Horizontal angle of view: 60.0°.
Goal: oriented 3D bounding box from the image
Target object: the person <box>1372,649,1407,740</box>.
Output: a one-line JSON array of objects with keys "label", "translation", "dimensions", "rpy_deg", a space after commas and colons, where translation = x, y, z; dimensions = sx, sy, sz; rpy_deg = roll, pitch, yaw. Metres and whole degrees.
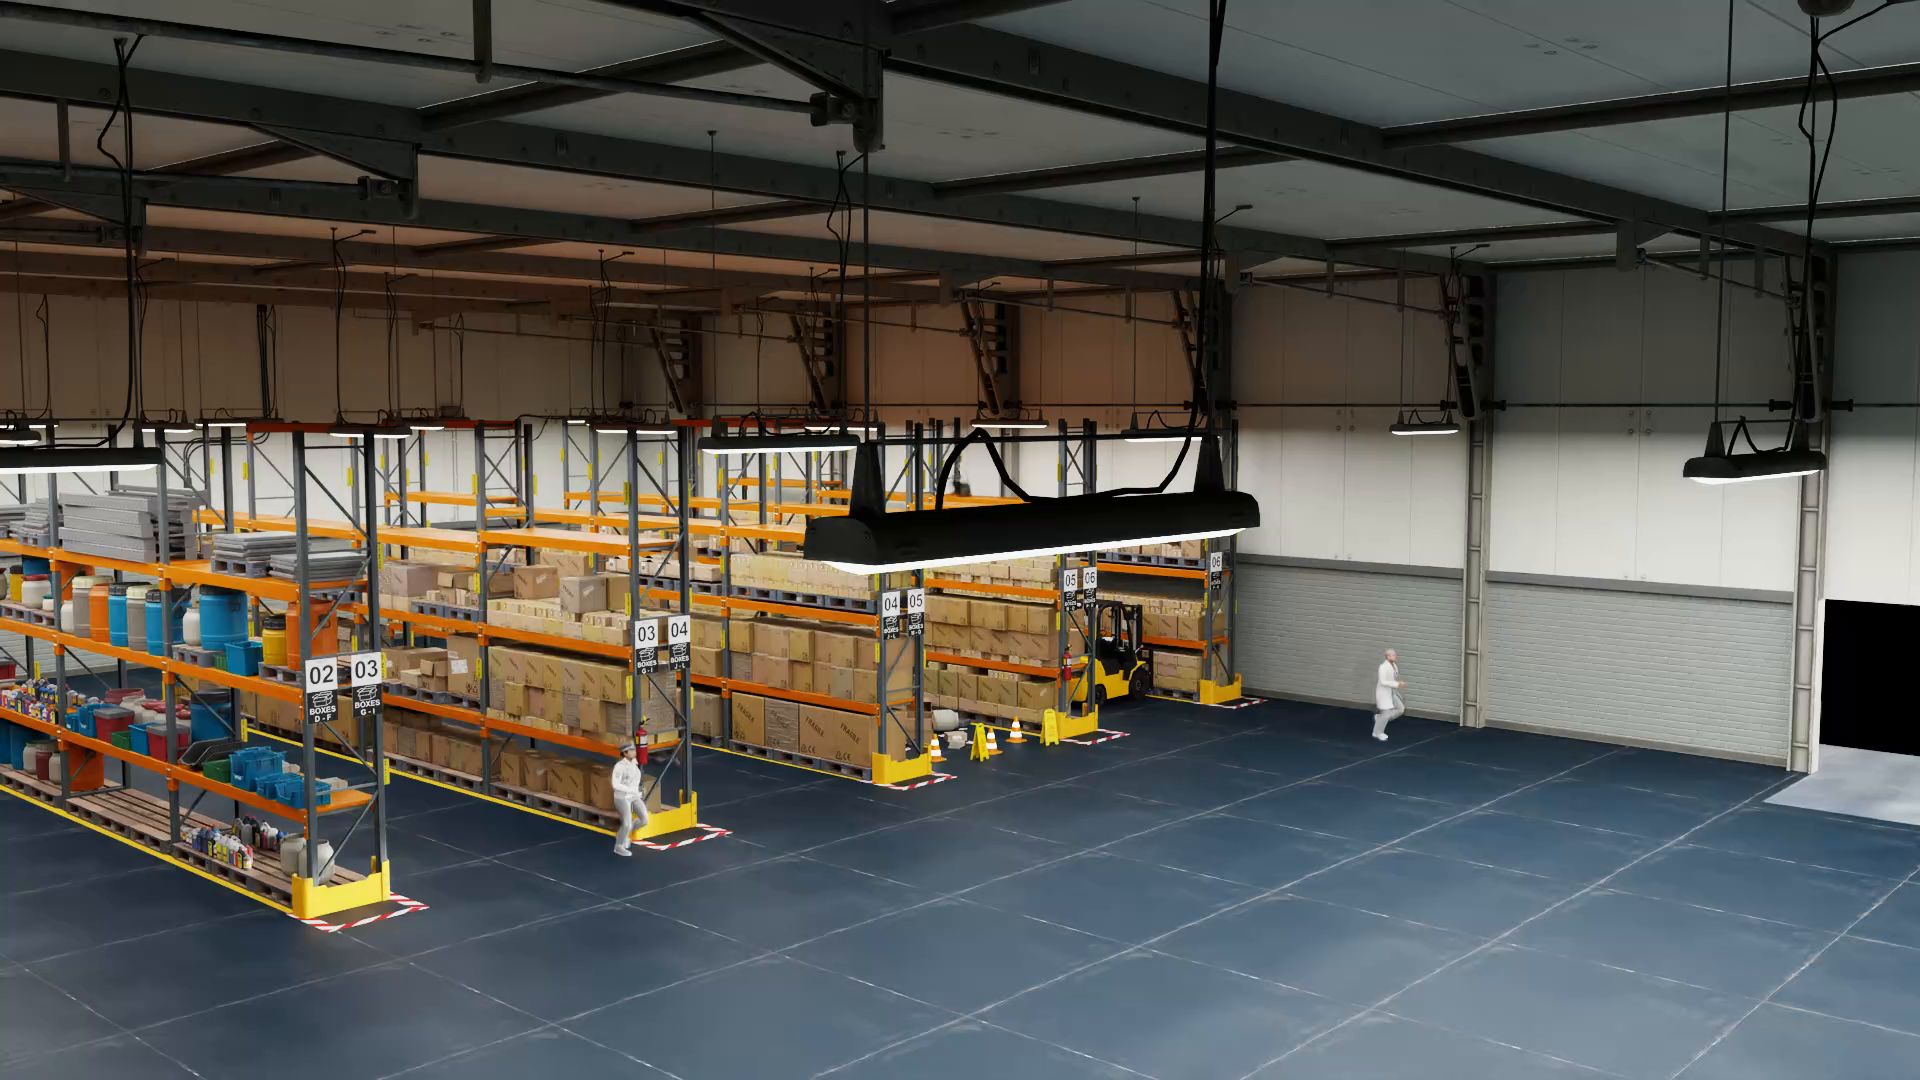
[{"label": "person", "translation": [8.090, 2.909, 31.286], "dimensions": [0.724, 1.728, 0.761], "rpy_deg": [4, 6, 38]}]

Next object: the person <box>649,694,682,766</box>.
[{"label": "person", "translation": [-5.137, 3.110, 29.141], "dimensions": [0.776, 1.740, 0.685], "rpy_deg": [3, 5, 32]}]

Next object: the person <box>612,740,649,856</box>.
[{"label": "person", "translation": [-4.618, 3.610, 23.300], "dimensions": [0.574, 1.644, 0.632], "rpy_deg": [2, 5, 26]}]
